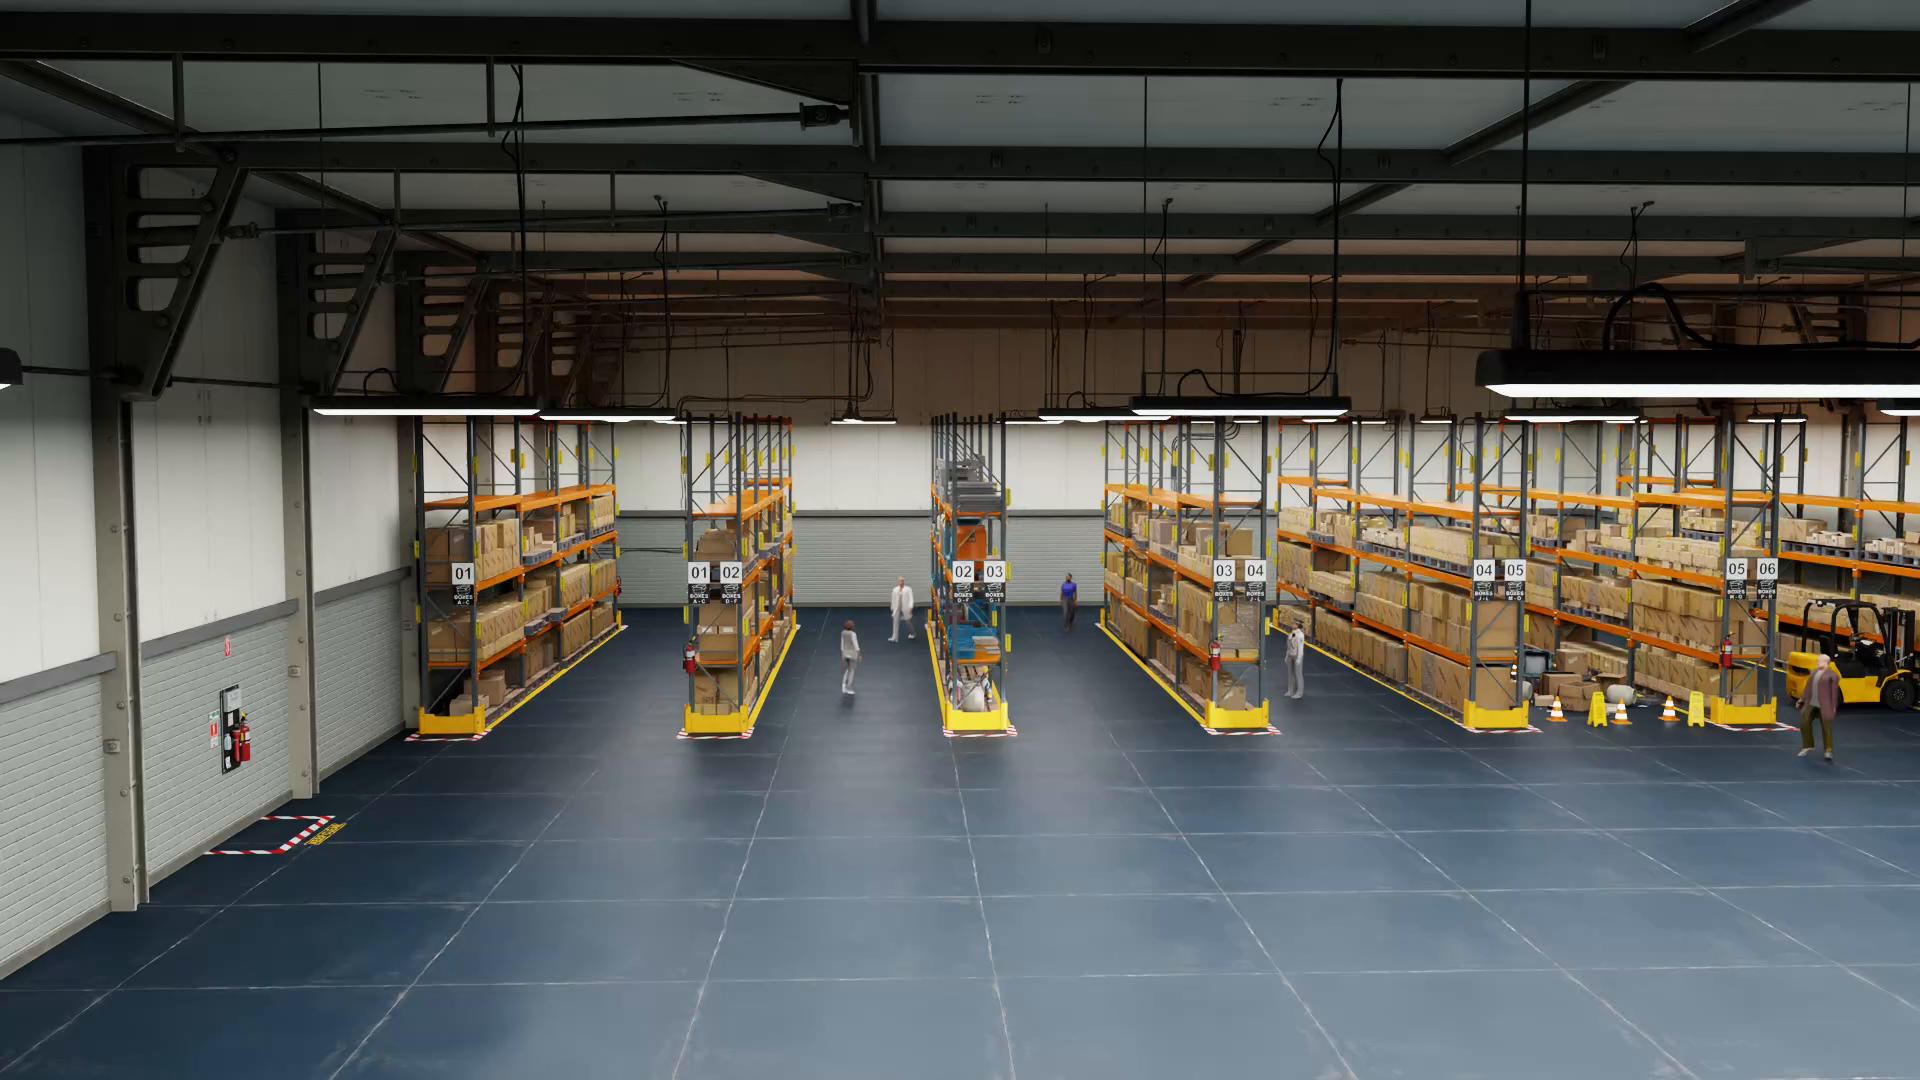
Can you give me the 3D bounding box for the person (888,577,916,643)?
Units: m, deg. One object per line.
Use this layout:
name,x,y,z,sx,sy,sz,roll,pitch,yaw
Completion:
person,-1.557,1.852,44.337,0.734,1.729,1.158,2,4,23

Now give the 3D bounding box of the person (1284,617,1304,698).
person,7.085,2.477,35.193,0.386,1.695,0.516,-2,4,-30

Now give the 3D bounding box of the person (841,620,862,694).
person,-2.330,2.503,35.565,0.435,1.567,0.390,2,5,33

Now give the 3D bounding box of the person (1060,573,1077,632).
person,3.031,1.737,46.595,0.478,1.628,0.719,0,4,-1

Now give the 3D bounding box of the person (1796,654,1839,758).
person,14.826,2.874,28.771,0.446,1.804,0.695,-3,5,-35
